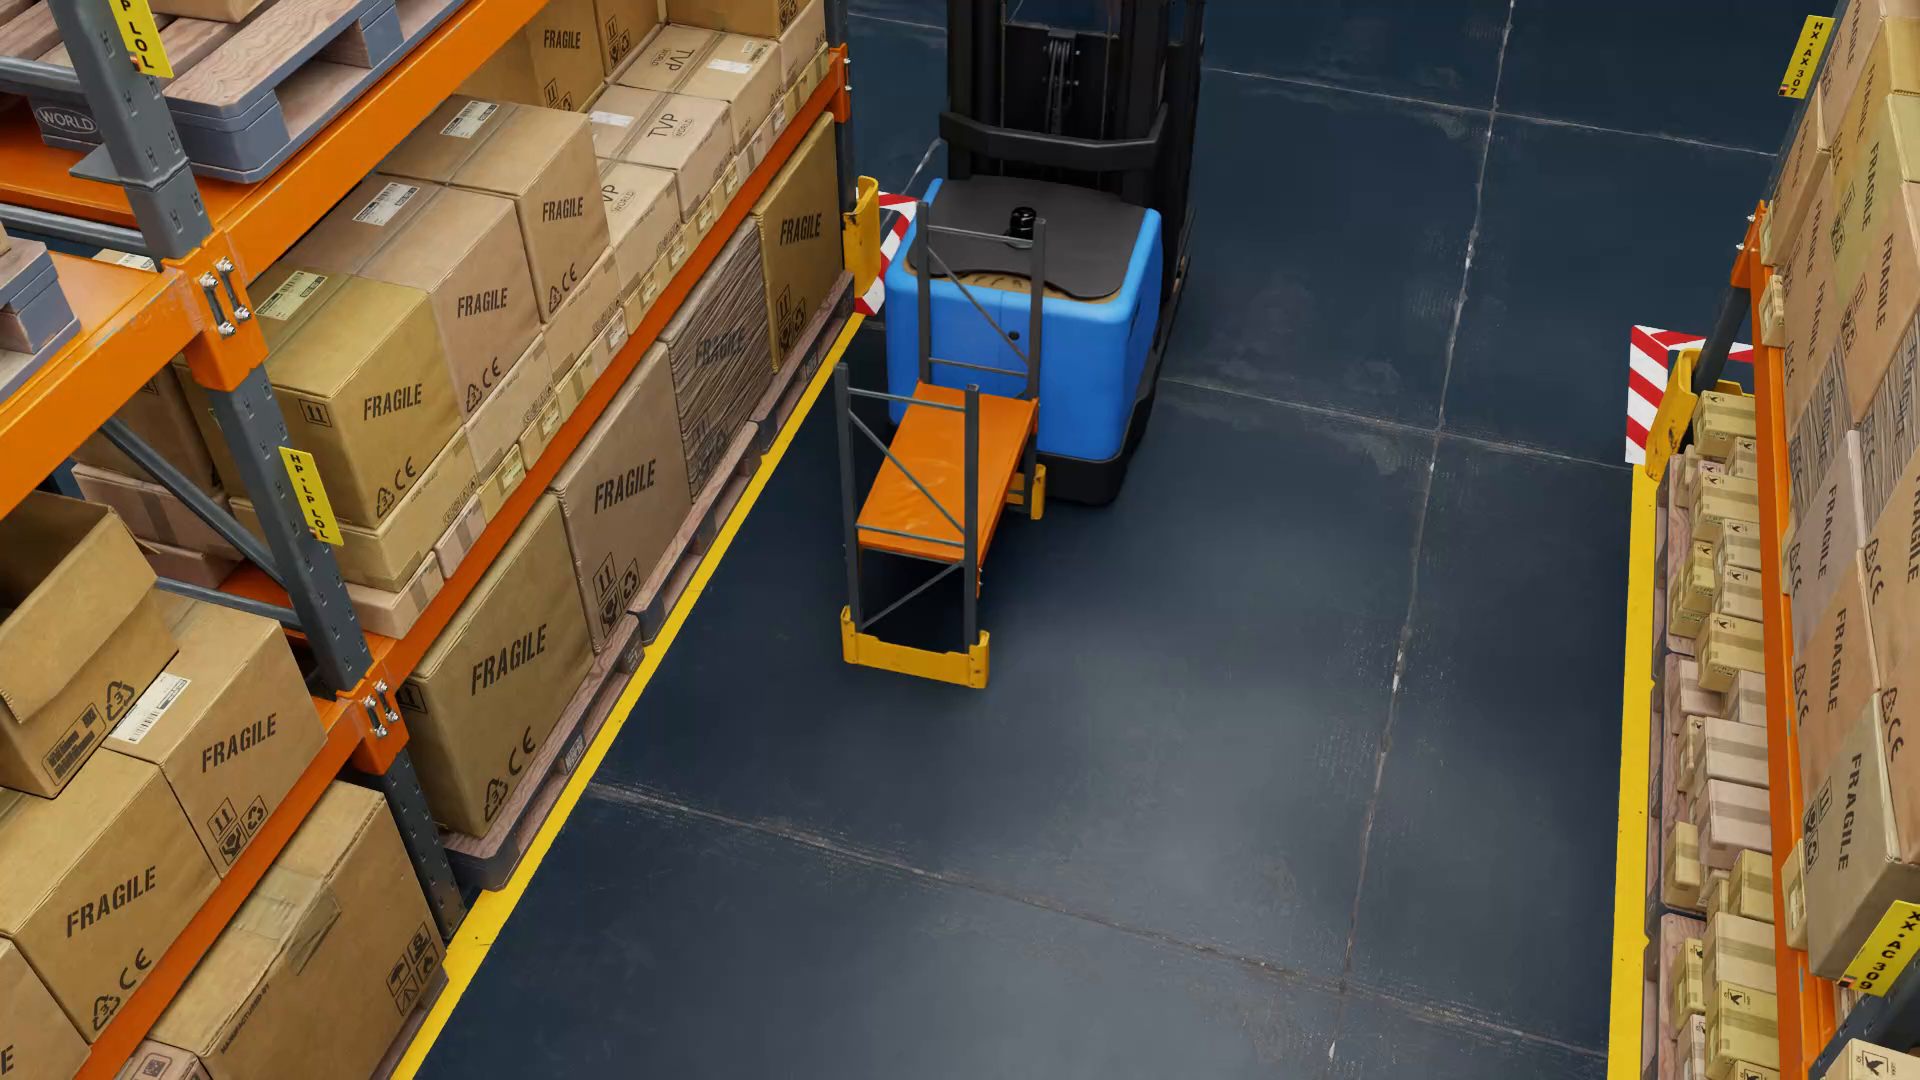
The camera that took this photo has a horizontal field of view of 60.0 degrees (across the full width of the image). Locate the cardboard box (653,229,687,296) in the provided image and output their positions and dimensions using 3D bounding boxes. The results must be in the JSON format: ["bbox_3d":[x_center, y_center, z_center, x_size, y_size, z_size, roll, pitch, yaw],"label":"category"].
[{"bbox_3d":[-1.263,-1.085,6.293,0.380,0.149,0.250,13,46,13],"label":"cardboard box"}]

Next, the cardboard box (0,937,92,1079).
[{"bbox_3d":[-2.406,1.177,3.730,0.500,0.500,0.500,12,46,12],"label":"cardboard box"}]

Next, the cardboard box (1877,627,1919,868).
[{"bbox_3d":[2.364,0.413,3.583,0.500,0.500,0.500,11,45,11],"label":"cardboard box"}]

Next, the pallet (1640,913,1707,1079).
[{"bbox_3d":[2.649,1.825,5.133,1.003,0.211,1.213,13,46,13],"label":"pallet"}]

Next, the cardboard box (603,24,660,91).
[{"bbox_3d":[-1.559,-1.943,6.884,0.500,0.250,0.500,12,46,12],"label":"cardboard box"}]

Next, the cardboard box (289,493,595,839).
[{"bbox_3d":[-1.941,0.352,5.864,0.875,0.875,0.875,13,46,13],"label":"cardboard box"}]

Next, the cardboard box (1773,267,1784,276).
[{"bbox_3d":[3.243,-0.968,6.173,0.380,0.149,0.250,14,46,14],"label":"cardboard box"}]

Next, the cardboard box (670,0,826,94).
[{"bbox_3d":[-0.899,-2.174,7.121,0.500,0.250,0.500,12,46,12],"label":"cardboard box"}]

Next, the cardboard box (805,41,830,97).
[{"bbox_3d":[-0.799,-2.104,7.334,0.380,0.149,0.250,13,46,13],"label":"cardboard box"}]

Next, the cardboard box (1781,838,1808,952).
[{"bbox_3d":[2.317,0.938,4.225,0.380,0.149,0.250,11,46,11],"label":"cardboard box"}]

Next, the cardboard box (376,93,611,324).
[{"bbox_3d":[-1.518,-1.095,5.482,0.500,0.500,0.500,11,45,11],"label":"cardboard box"}]

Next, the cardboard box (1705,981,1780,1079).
[{"bbox_3d":[2.379,1.468,4.816,0.380,0.149,0.250,13,46,13],"label":"cardboard box"}]

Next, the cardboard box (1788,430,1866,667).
[{"bbox_3d":[2.667,0.082,4.637,0.500,0.500,0.500,12,46,12],"label":"cardboard box"}]

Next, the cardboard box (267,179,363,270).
[{"bbox_3d":[-2.177,-0.852,5.233,0.500,0.500,0.500,13,46,13],"label":"cardboard box"}]

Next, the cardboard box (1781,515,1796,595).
[{"bbox_3d":[2.748,0.076,5.107,0.380,0.149,0.250,13,46,13],"label":"cardboard box"}]

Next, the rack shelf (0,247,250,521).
[{"bbox_3d":[-2.822,0.683,2.676,1.077,0.370,4.000,13,46,13],"label":"rack shelf"}]

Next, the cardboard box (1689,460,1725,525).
[{"bbox_3d":[3.151,-0.155,6.688,0.380,0.149,0.250,12,46,12],"label":"cardboard box"}]

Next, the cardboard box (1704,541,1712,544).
[{"bbox_3d":[3.157,0.126,6.614,0.380,0.149,0.250,13,46,13],"label":"cardboard box"}]

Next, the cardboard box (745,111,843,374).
[{"bbox_3d":[-1.123,-1.448,7.703,0.875,0.875,0.875,13,46,13],"label":"cardboard box"}]

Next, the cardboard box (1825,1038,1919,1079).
[{"bbox_3d":[1.922,1.175,3.257,0.380,0.149,0.250,15,46,15],"label":"cardboard box"}]

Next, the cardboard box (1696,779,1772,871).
[{"bbox_3d":[2.595,0.944,5.352,0.380,0.149,0.250,10,45,11],"label":"cardboard box"}]

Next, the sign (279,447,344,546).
[{"bbox_3d":[-1.697,-0.112,4.347,0.100,0.325,0.005,13,46,13],"label":"sign"}]

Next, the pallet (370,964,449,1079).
[{"bbox_3d":[-2.379,1.692,5.269,1.003,0.211,1.213,13,46,13],"label":"pallet"}]

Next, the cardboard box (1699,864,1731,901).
[{"bbox_3d":[2.635,1.083,5.423,0.380,0.149,0.250,14,46,13],"label":"cardboard box"}]

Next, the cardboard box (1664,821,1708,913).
[{"bbox_3d":[2.587,1.129,5.589,0.380,0.149,0.250,12,46,12],"label":"cardboard box"}]

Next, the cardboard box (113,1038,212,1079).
[{"bbox_3d":[-2.661,1.801,4.383,1.225,0.875,0.875,11,45,11],"label":"cardboard box"}]

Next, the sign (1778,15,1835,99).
[{"bbox_3d":[3.174,-1.807,6.232,0.100,0.325,0.005,13,46,13],"label":"sign"}]

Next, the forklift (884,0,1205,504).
[{"bbox_3d":[0.544,-2.253,7.355,1.130,2.935,3.031,10,45,10],"label":"forklift"}]

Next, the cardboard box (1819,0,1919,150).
[{"bbox_3d":[3.302,-1.639,5.681,0.500,0.500,0.500,12,46,12],"label":"cardboard box"}]

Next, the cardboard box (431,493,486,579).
[{"bbox_3d":[-1.731,-0.047,5.232,0.380,0.149,0.250,11,45,11],"label":"cardboard box"}]

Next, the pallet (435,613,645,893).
[{"bbox_3d":[-1.912,0.672,6.312,1.003,0.211,1.213,13,46,13],"label":"pallet"}]

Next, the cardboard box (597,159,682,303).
[{"bbox_3d":[-1.361,-1.149,6.073,0.500,0.250,0.500,13,46,13],"label":"cardboard box"}]

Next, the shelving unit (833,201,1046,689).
[{"bbox_3d":[-0.049,-0.363,6.447,0.587,1.500,1.083,10,45,10],"label":"shelving unit"}]

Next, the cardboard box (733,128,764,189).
[{"bbox_3d":[-1.030,-1.596,6.815,0.380,0.149,0.250,13,46,13],"label":"cardboard box"}]

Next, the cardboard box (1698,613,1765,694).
[{"bbox_3d":[2.829,0.432,5.876,0.380,0.149,0.250,13,46,13],"label":"cardboard box"}]

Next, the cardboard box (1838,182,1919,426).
[{"bbox_3d":[2.826,-0.619,4.638,0.500,0.500,0.500,11,45,11],"label":"cardboard box"}]

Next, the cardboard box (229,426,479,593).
[{"bbox_3d":[-1.825,-0.145,5.047,0.500,0.250,0.500,12,46,12],"label":"cardboard box"}]

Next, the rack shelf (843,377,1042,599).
[{"bbox_3d":[-0.052,-0.228,6.567,0.538,0.185,1.000,10,45,10],"label":"rack shelf"}]

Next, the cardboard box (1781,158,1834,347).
[{"bbox_3d":[3.154,-0.922,5.663,0.500,0.500,0.500,13,46,13],"label":"cardboard box"}]

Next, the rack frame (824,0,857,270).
[{"bbox_3d":[-1.005,-2.501,7.560,1.000,3.000,0.127,13,46,13],"label":"rack frame"}]

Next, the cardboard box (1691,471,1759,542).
[{"bbox_3d":[3.041,-0.100,6.419,0.380,0.149,0.250,12,46,12],"label":"cardboard box"}]

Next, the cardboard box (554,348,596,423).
[{"bbox_3d":[-1.496,-0.569,5.765,0.380,0.149,0.250,12,46,12],"label":"cardboard box"}]

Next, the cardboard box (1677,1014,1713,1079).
[{"bbox_3d":[2.342,1.585,4.910,0.380,0.149,0.250,11,45,11],"label":"cardboard box"}]

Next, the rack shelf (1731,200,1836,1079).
[{"bbox_3d":[3.085,0.207,5.307,1.077,0.370,4.000,13,46,13],"label":"rack shelf"}]

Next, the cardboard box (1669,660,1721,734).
[{"bbox_3d":[2.831,0.611,6.118,0.380,0.149,0.250,10,45,11],"label":"cardboard box"}]
